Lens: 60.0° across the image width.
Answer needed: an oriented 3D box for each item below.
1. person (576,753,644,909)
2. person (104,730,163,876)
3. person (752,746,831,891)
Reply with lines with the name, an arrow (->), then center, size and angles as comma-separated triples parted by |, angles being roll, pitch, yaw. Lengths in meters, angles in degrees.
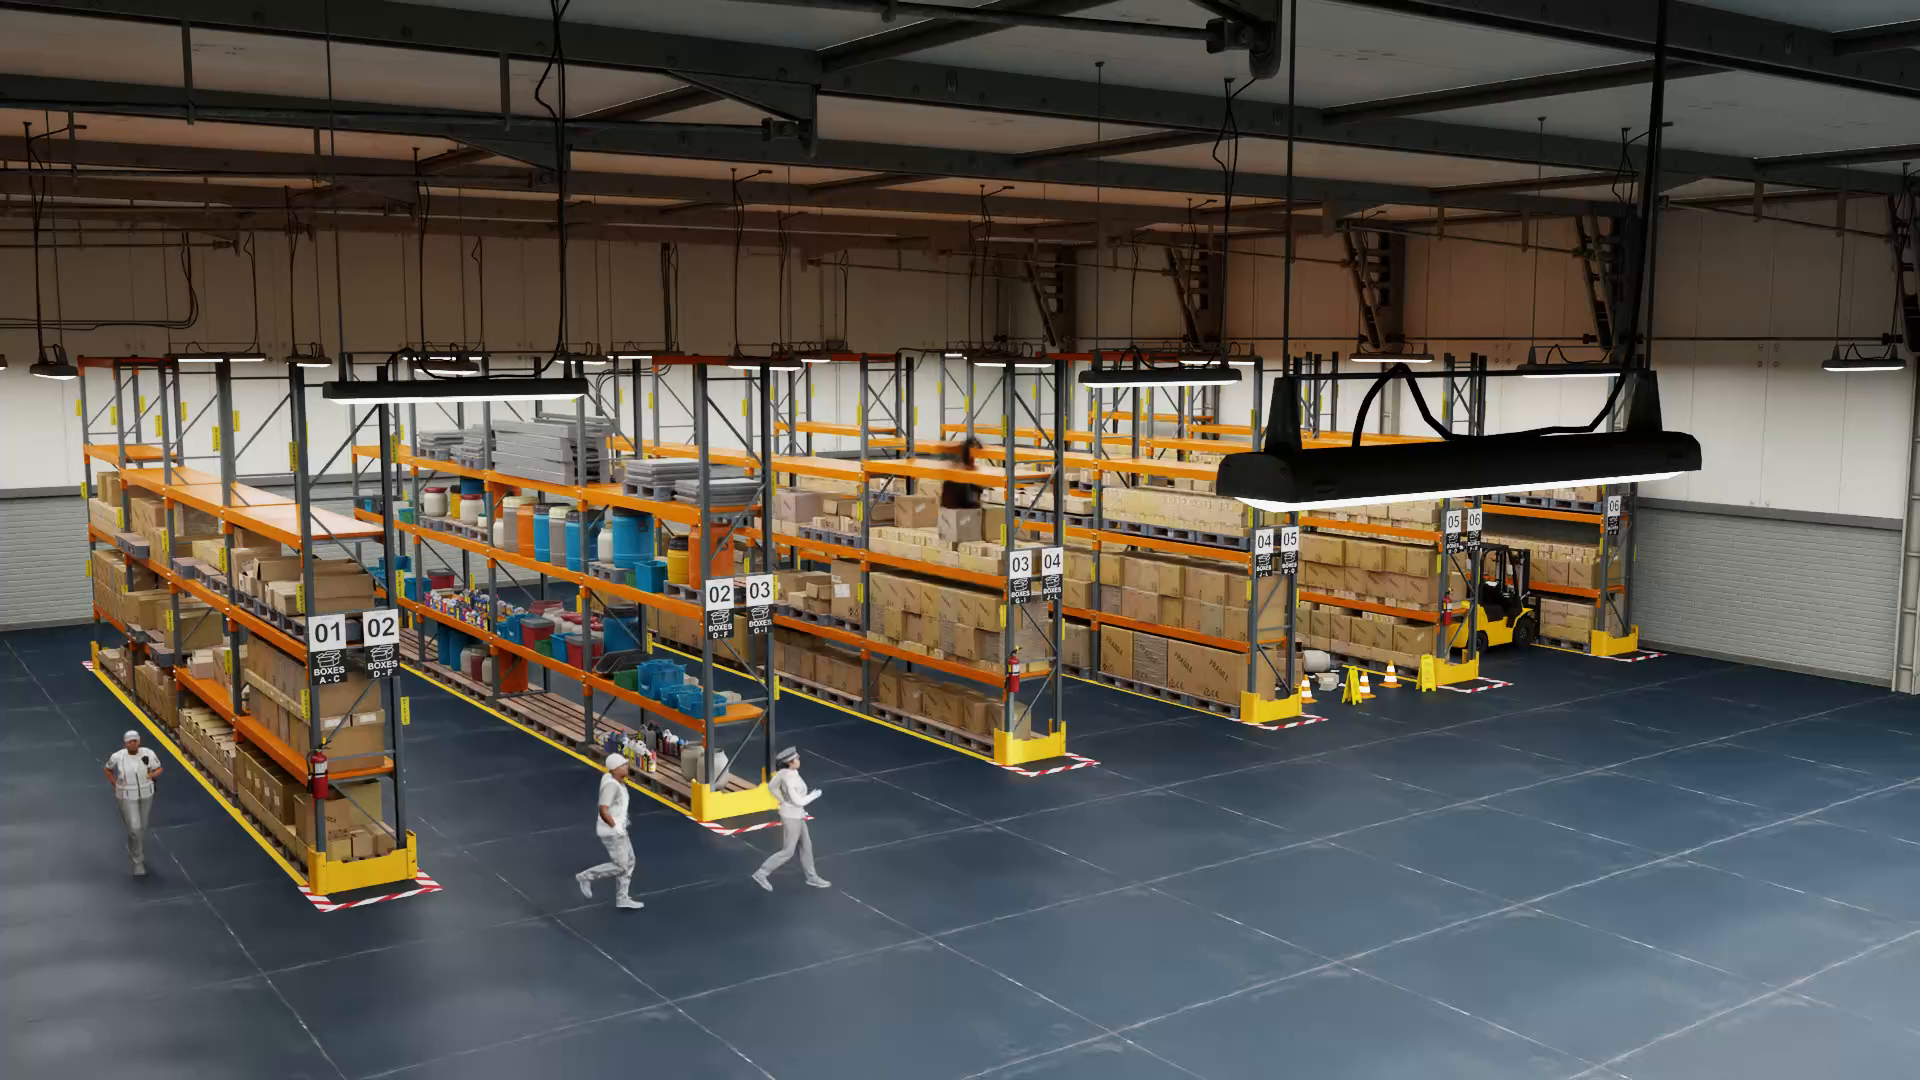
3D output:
person -> -3.913, 3.239, 18.506 | 0.733, 1.748, 0.705 | -1, 7, -10
person -> -9.867, 3.107, 19.939 | 0.581, 1.721, 0.814 | -6, 9, -42
person -> -1.929, 3.180, 18.975 | 0.922, 1.690, 0.614 | -2, 7, -13
